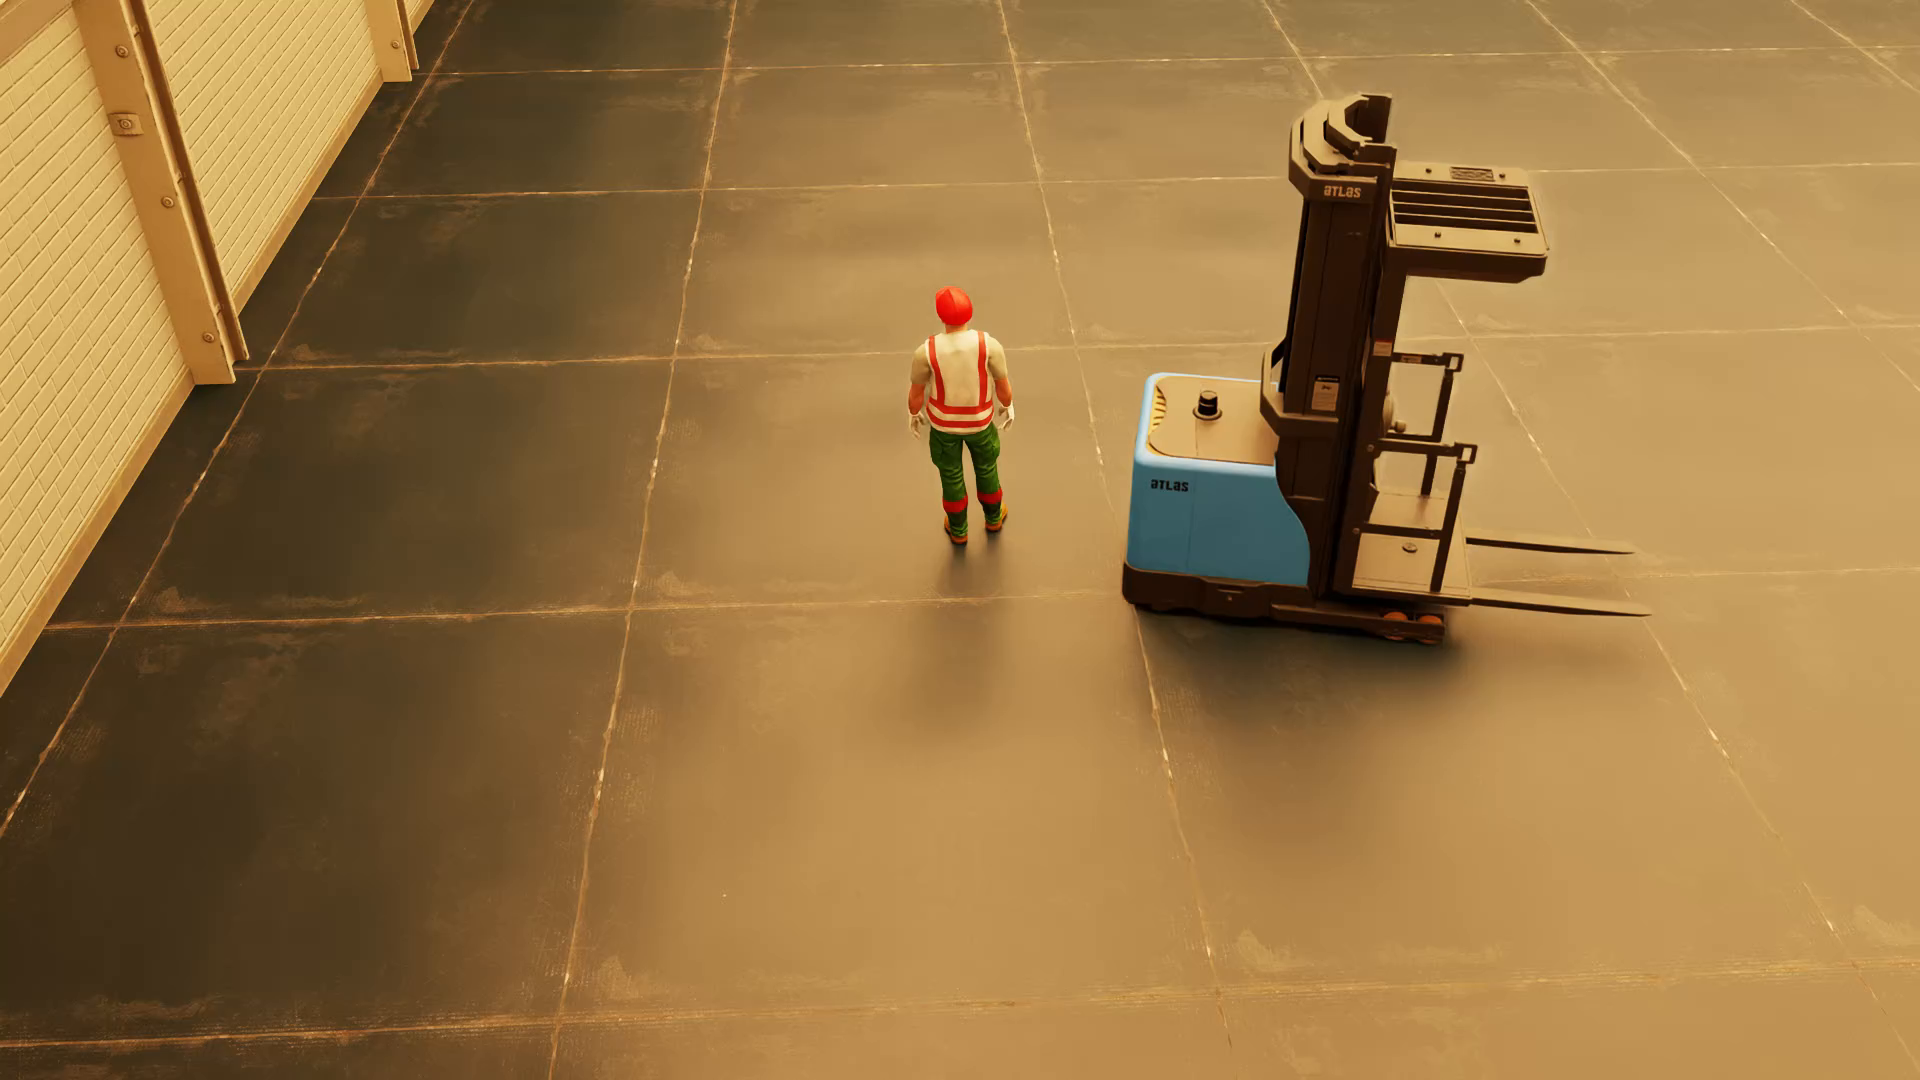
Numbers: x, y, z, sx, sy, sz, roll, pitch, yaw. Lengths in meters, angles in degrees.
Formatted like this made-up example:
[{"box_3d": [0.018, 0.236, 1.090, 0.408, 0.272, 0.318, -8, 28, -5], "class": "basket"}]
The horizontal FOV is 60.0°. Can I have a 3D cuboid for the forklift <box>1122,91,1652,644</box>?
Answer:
[{"box_3d": [2.533, -0.919, 9.273, 3.031, 2.935, 1.130, 6, 36, 8], "class": "forklift"}]

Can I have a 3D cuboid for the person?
[{"box_3d": [0.006, -0.777, 10.035, 0.638, 1.789, 0.562, -2, 36, -2], "class": "person"}]
